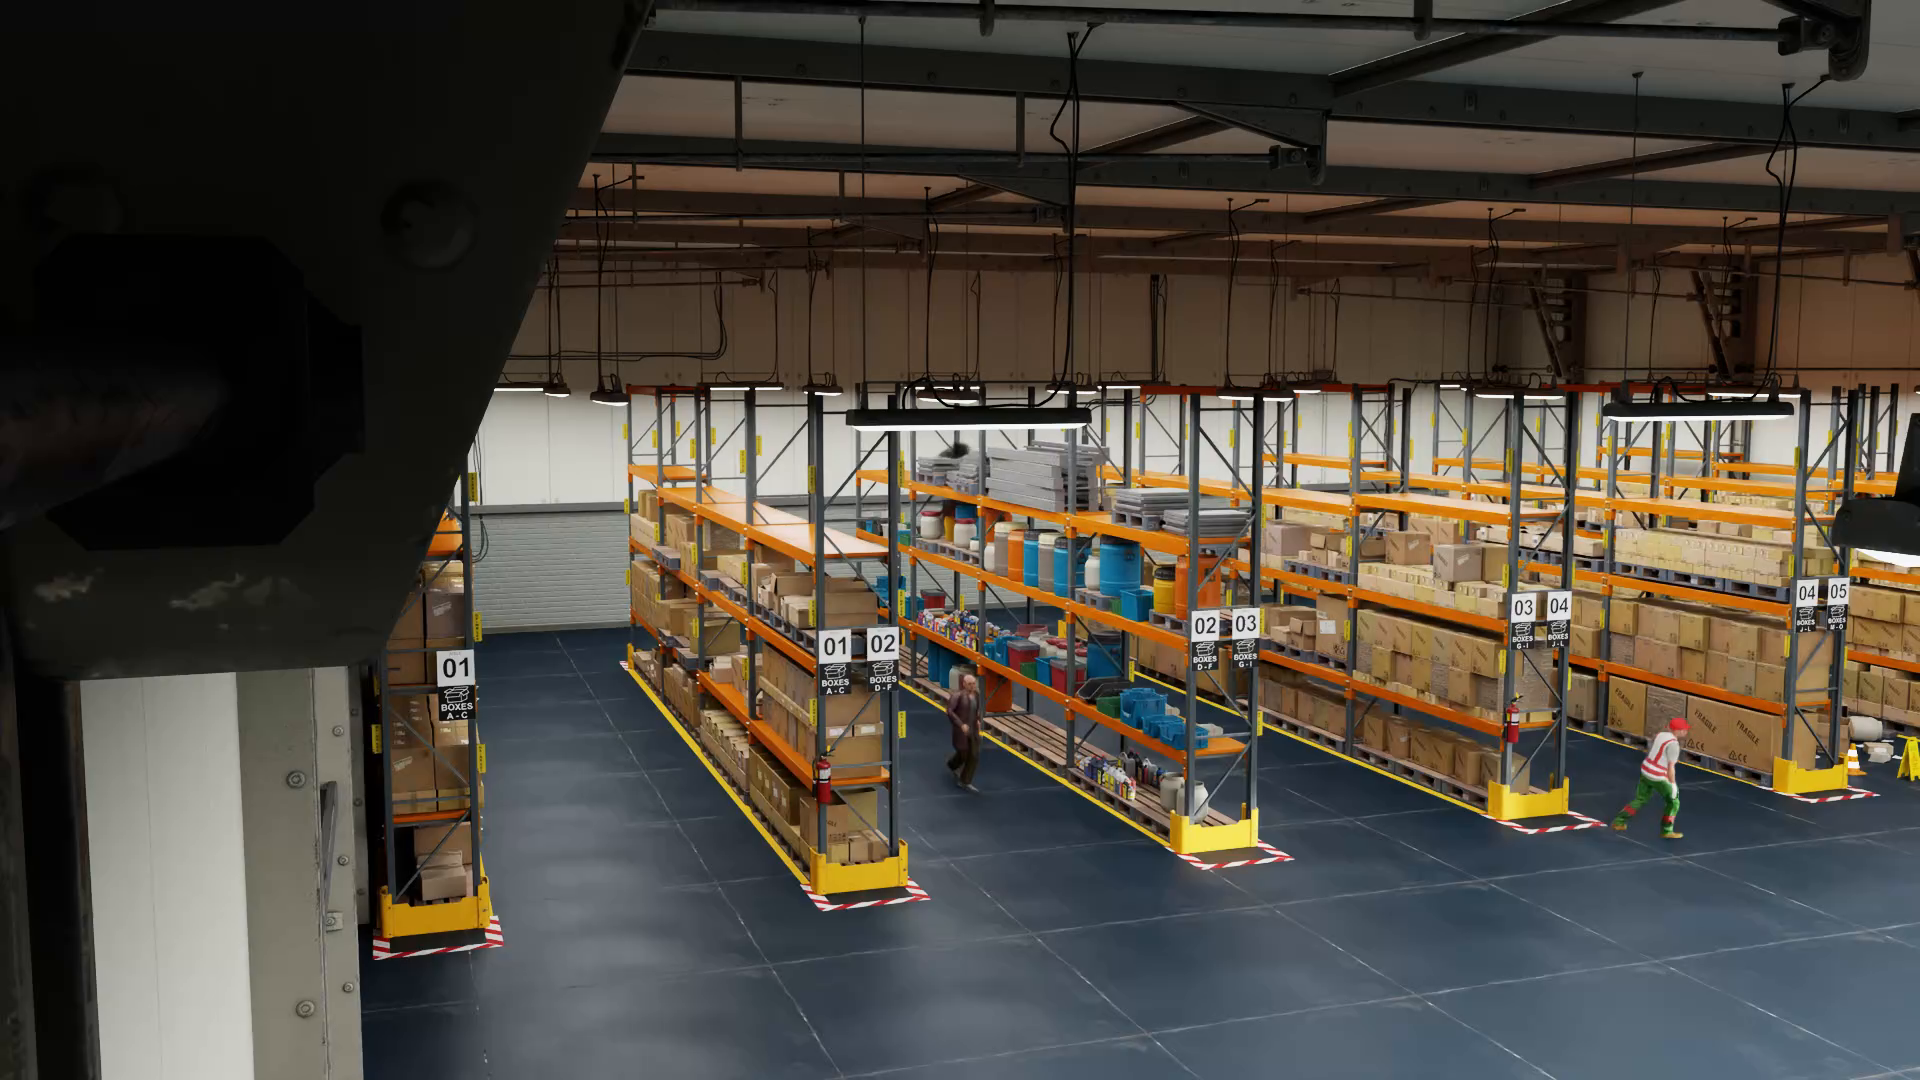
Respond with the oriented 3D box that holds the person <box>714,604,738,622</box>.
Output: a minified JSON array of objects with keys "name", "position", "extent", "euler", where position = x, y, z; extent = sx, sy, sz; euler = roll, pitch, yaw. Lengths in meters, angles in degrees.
[{"name":"person","position":[-4.982,1.768,35.763],"extent":[0.665,1.811,0.830],"euler":[-4,7,-33]}]

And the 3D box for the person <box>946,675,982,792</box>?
[{"name":"person","position":[0.012,2.906,25.138],"extent":[0.708,1.717,0.812],"euler":[-4,7,-33]}]

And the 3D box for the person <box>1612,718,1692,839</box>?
[{"name":"person","position":[9.319,3.201,22.395],"extent":[0.923,1.673,0.639],"euler":[0,6,3]}]
